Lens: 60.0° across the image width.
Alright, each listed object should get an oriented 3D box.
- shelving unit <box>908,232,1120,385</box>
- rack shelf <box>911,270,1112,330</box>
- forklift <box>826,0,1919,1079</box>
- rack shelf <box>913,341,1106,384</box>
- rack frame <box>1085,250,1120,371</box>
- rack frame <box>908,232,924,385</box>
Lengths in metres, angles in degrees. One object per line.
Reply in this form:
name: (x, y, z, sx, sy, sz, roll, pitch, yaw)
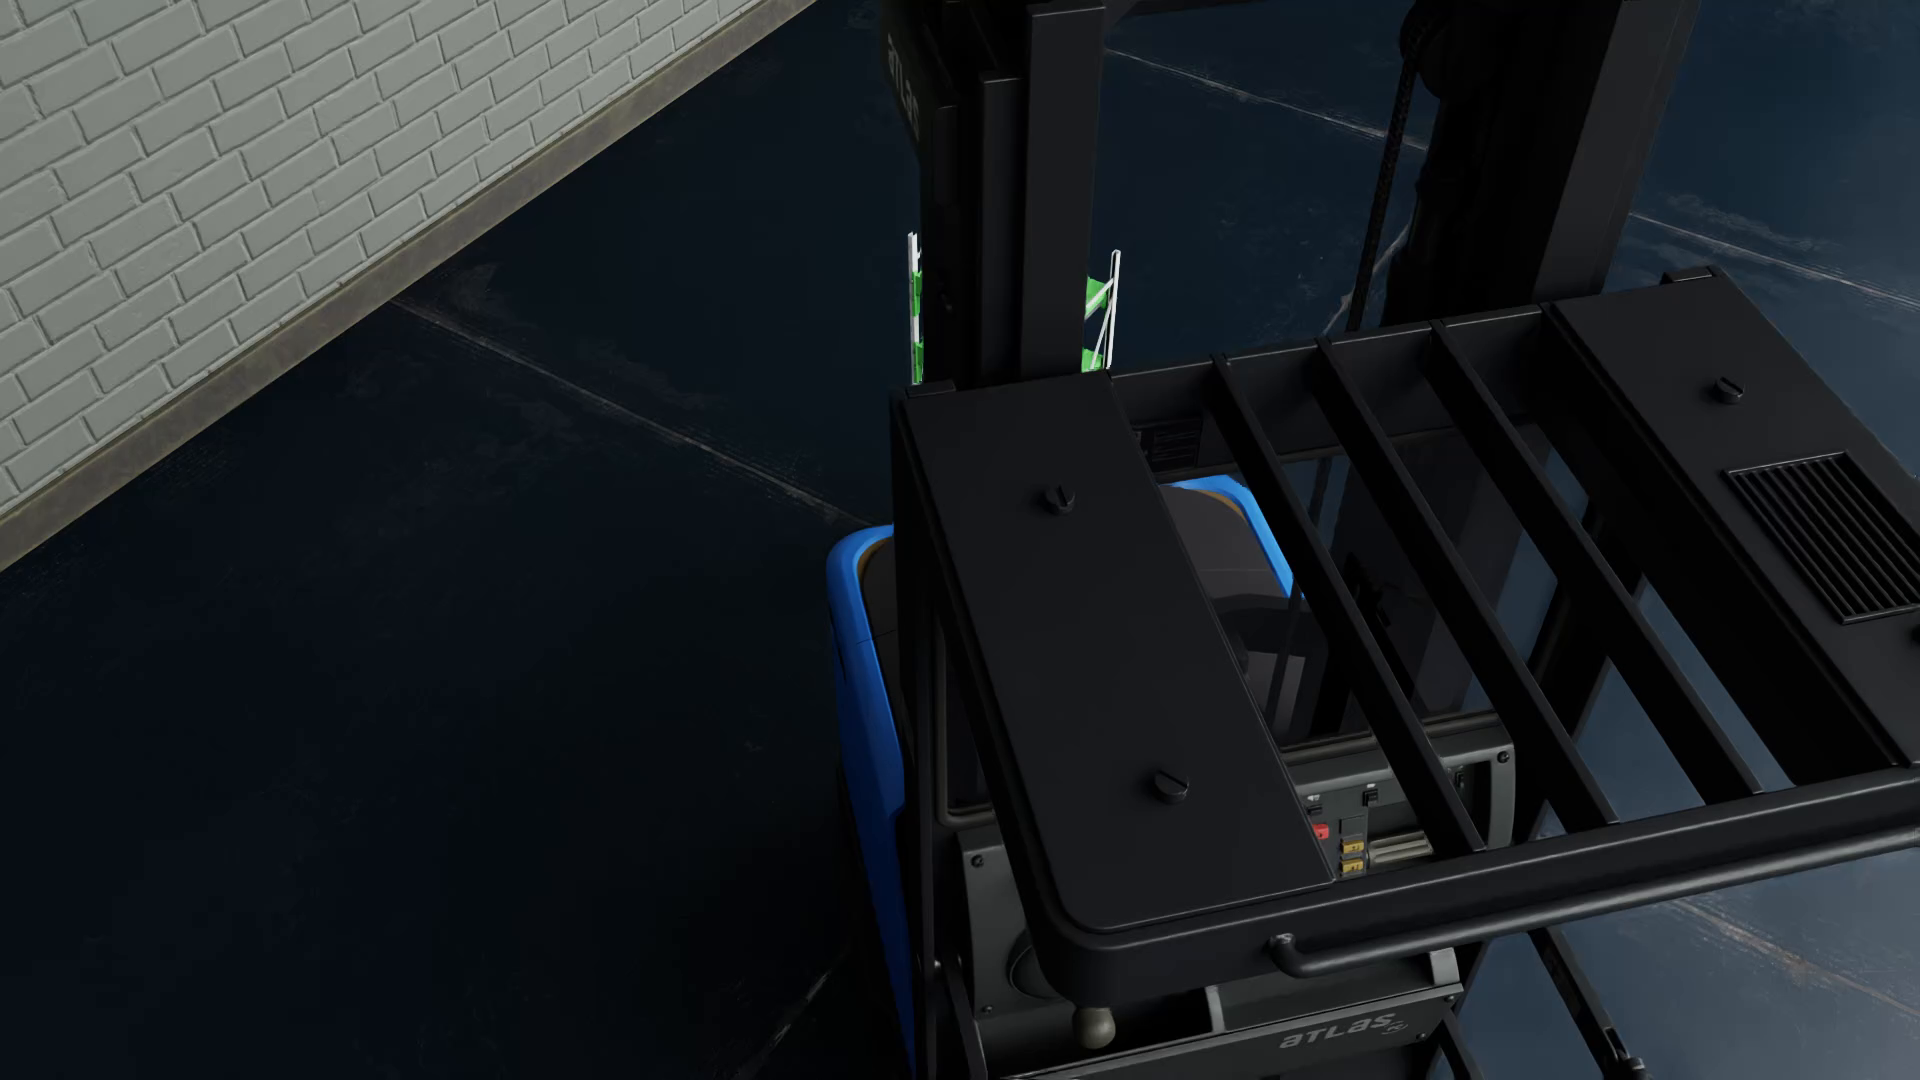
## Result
shelving unit: (0.139, -0.354, 4.757, 0.503, 1.200, 0.258, 25, 51, 22)
rack shelf: (0.139, -0.644, 4.459, 0.480, 0.148, 0.258, 25, 51, 22)
forklift: (0.512, 0.664, 2.561, 1.130, 2.935, 3.031, -9, 47, -9)
rack shelf: (0.139, -0.477, 4.631, 0.480, 0.148, 0.258, 25, 51, 22)
rack frame: (0.345, -0.260, 4.666, 0.015, 1.200, 0.240, 25, 51, 22)
rack frame: (-0.066, -0.449, 4.849, 0.015, 1.200, 0.240, 25, 51, 22)
